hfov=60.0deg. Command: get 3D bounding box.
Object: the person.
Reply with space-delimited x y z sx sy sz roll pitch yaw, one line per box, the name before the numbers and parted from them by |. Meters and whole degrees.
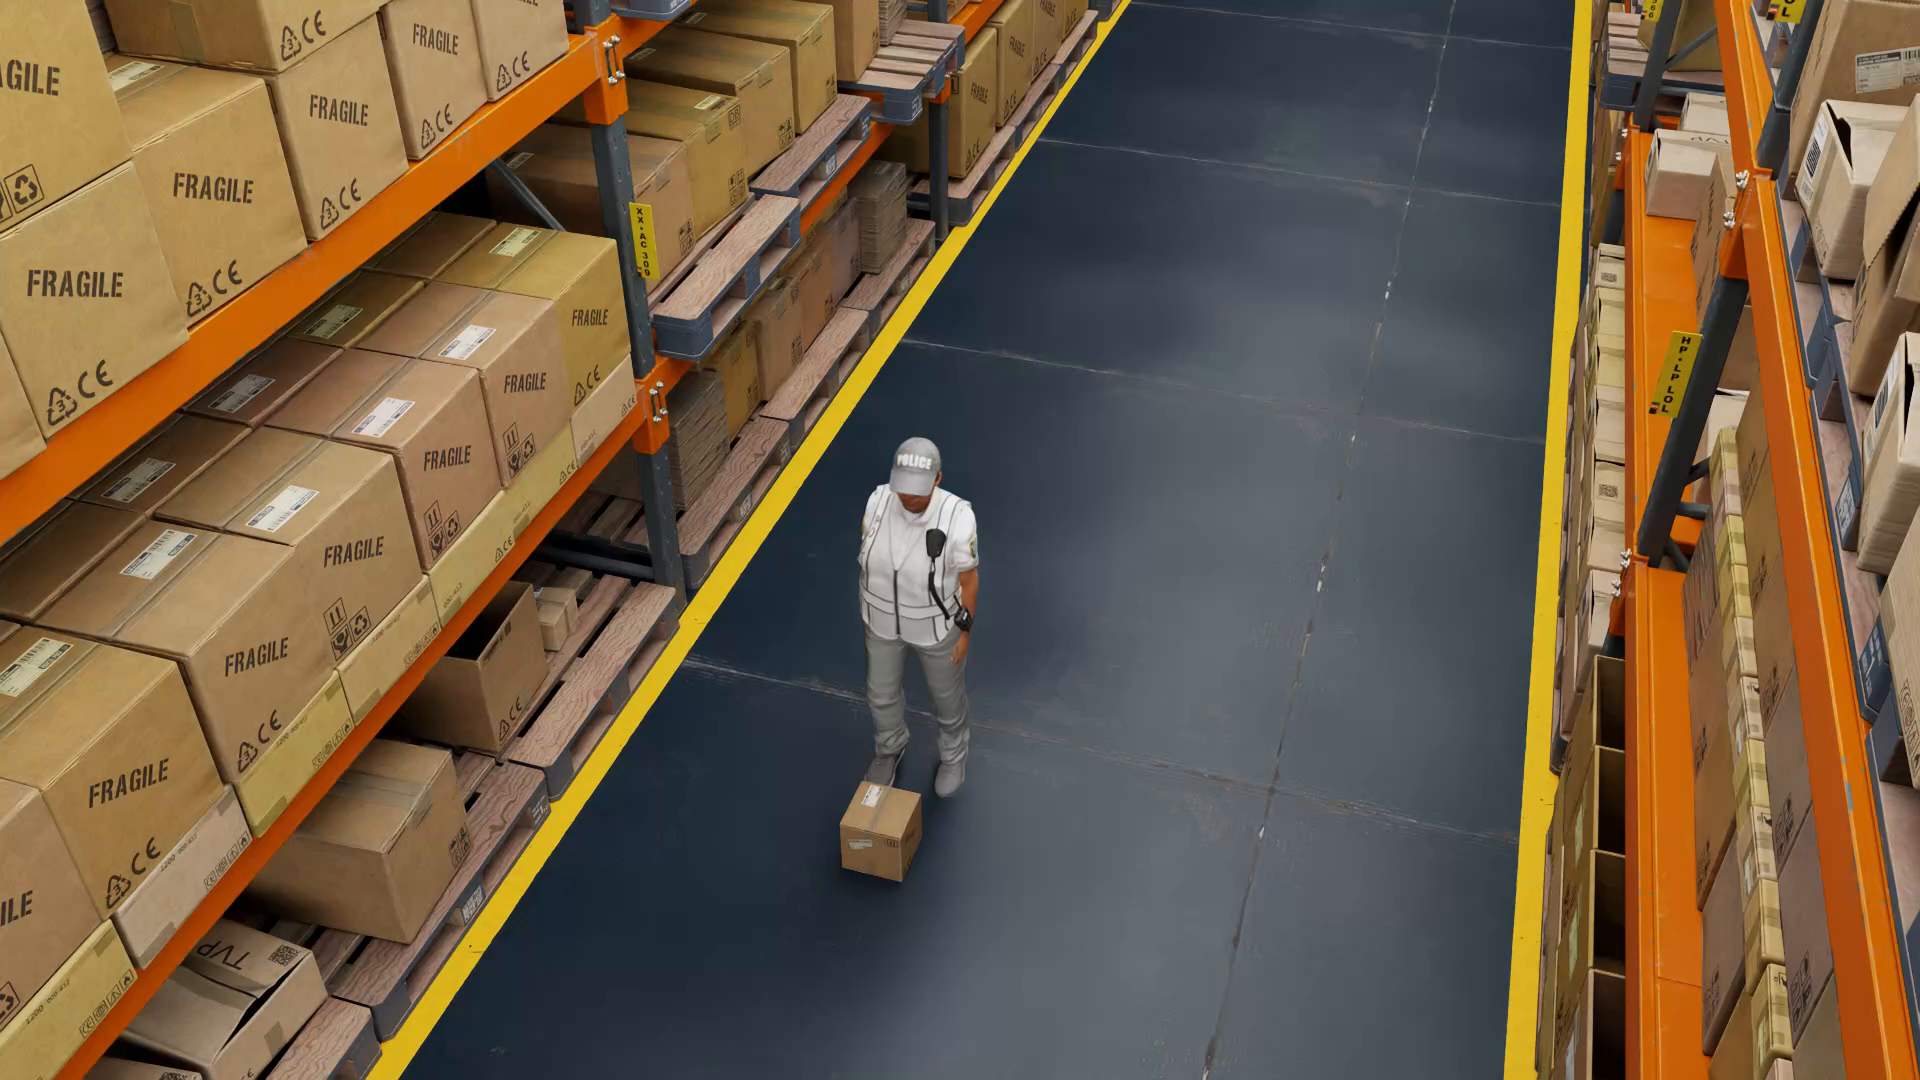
person | -0.164 0.327 6.478 0.466 1.679 0.390 12 39 15
